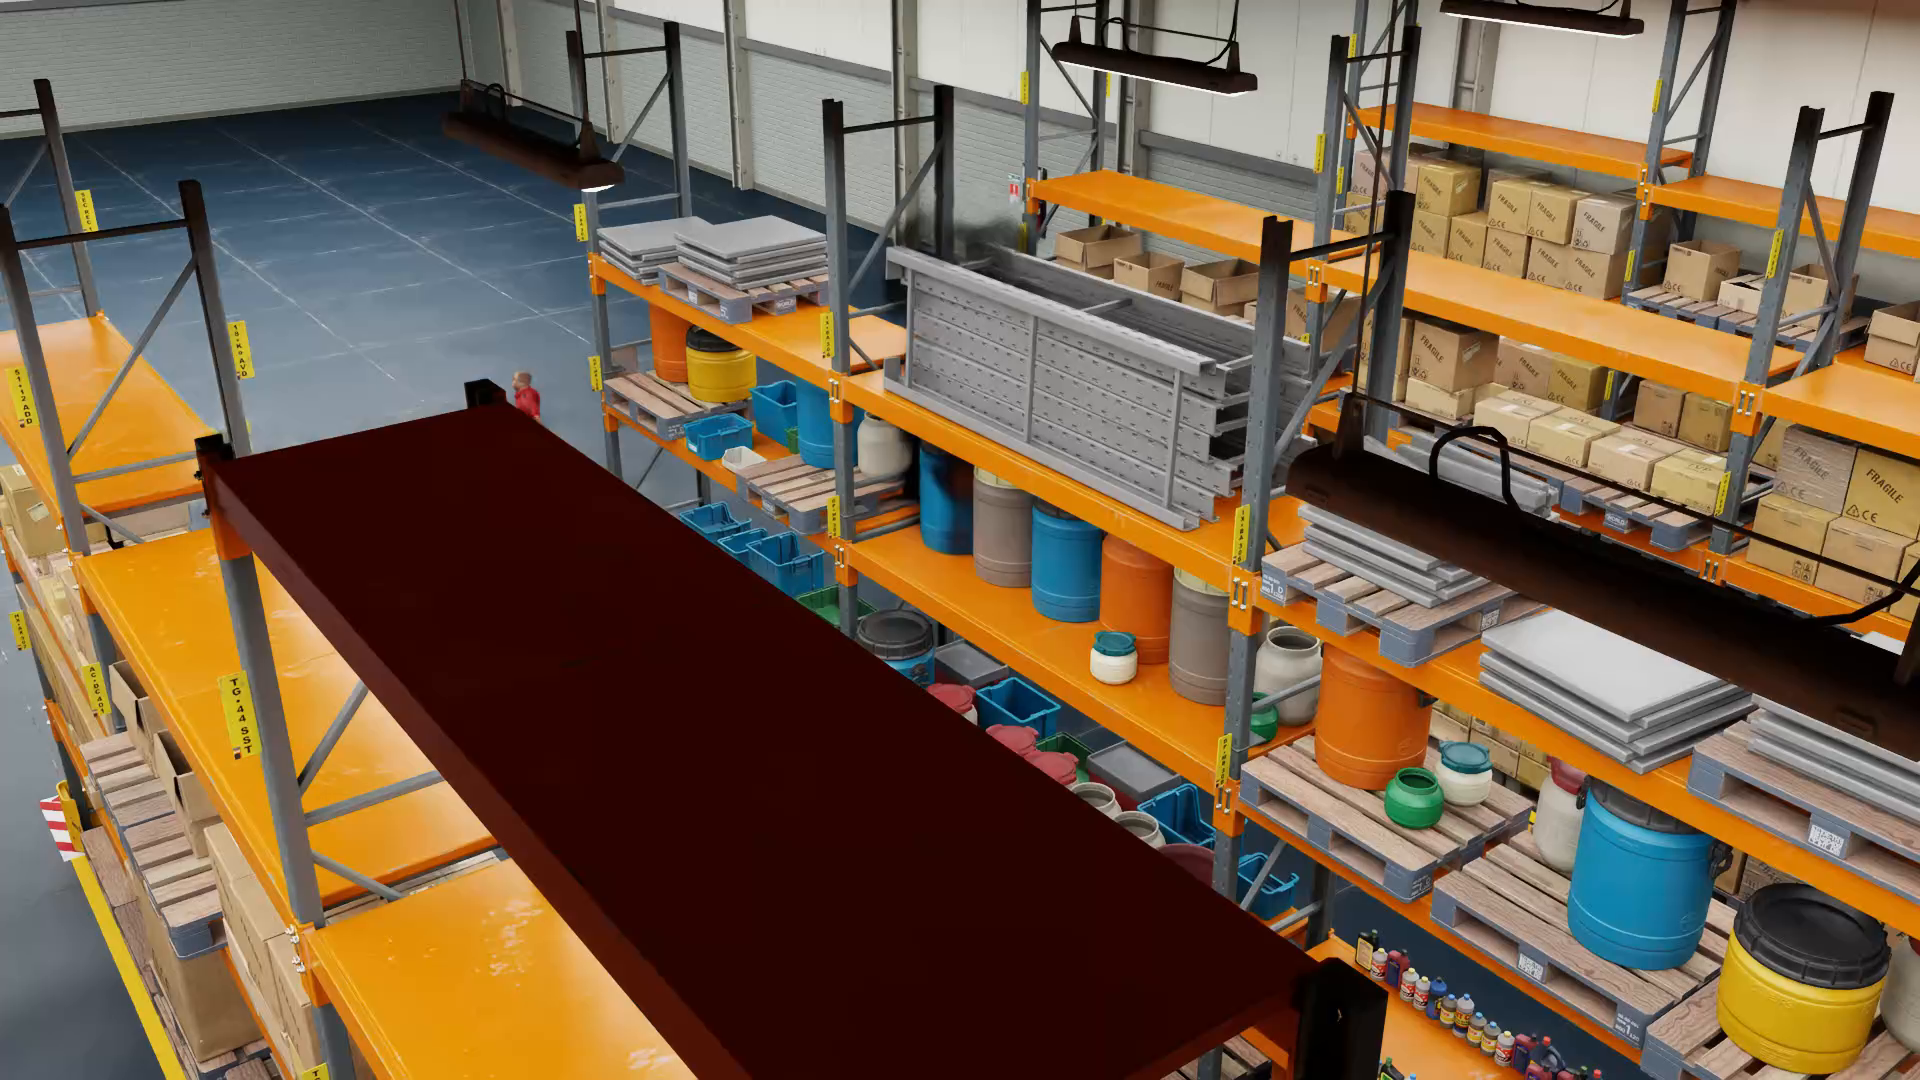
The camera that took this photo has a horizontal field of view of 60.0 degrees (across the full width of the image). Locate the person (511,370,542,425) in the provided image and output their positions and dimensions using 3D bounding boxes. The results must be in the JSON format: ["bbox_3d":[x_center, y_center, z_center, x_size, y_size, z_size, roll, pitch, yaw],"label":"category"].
[{"bbox_3d":[-4.973,-1.165,19.511,0.834,1.726,0.670,-3,25,-7],"label":"person"}]
